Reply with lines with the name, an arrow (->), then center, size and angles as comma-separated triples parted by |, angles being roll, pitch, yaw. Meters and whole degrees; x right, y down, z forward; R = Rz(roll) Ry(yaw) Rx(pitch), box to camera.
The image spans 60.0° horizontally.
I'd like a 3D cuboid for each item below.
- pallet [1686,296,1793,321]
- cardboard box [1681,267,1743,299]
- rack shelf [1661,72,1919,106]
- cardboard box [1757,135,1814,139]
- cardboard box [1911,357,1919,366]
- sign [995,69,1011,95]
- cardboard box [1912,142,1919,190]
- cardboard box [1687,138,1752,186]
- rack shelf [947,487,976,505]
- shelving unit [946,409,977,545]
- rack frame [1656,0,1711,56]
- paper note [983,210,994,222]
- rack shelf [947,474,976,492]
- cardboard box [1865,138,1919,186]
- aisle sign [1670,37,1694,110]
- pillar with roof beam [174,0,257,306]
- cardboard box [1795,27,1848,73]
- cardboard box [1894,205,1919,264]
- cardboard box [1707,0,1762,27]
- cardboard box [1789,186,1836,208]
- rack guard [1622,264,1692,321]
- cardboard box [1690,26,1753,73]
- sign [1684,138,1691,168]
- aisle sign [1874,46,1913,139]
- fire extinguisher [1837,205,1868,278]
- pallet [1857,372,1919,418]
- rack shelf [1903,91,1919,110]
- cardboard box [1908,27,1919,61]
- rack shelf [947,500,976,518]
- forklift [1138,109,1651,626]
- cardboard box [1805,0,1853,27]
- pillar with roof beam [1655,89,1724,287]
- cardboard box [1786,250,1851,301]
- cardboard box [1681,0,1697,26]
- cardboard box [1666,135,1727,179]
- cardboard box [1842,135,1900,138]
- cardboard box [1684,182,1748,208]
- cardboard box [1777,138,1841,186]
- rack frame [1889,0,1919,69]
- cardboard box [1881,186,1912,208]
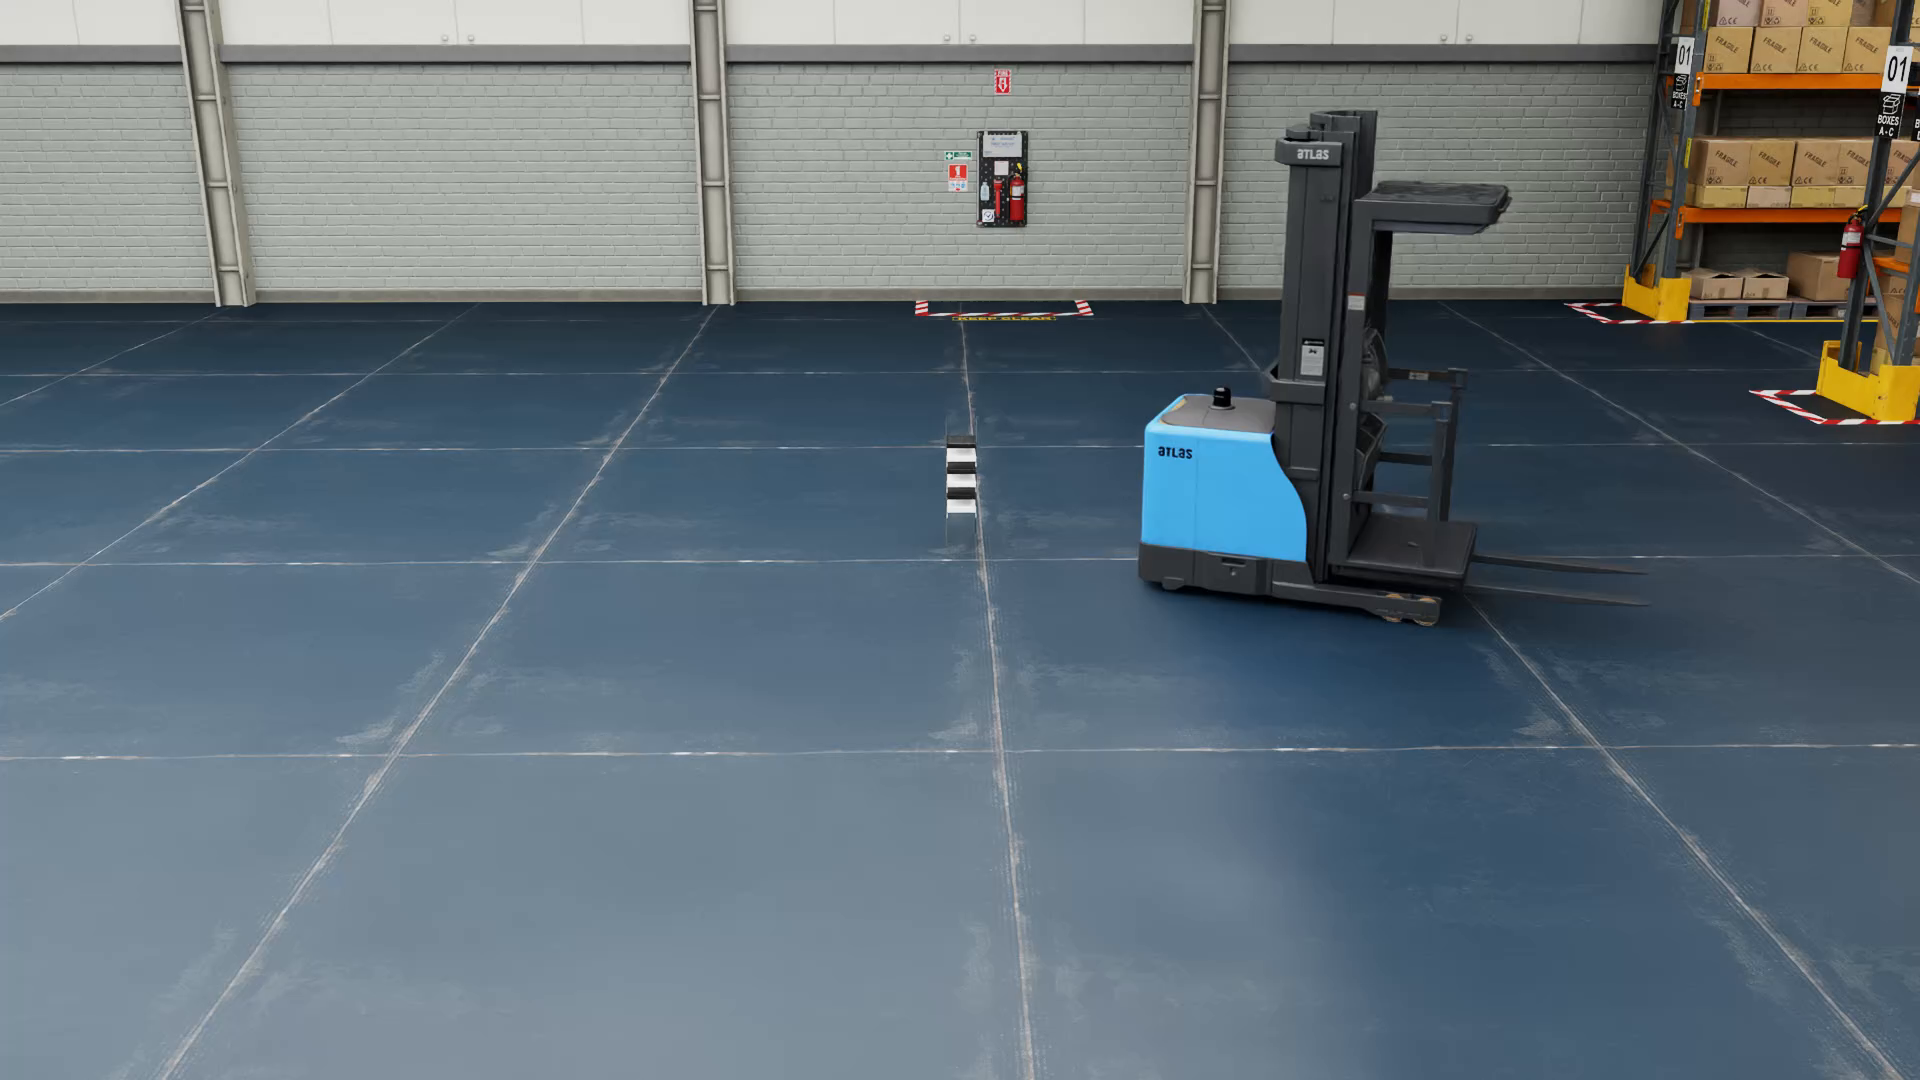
pallet -> 9.202, -2.846, 20.075 | 1.213, 0.211, 1.003 | 0, 18, -1
cardboard box -> 9.007, -3.086, 19.938 | 0.500, 0.311, 0.500 | -2, 18, -7
rack shelf -> 10.313, -5.276, 19.351 | 4.000, 0.370, 1.077 | 0, 18, -1
cardboard box -> 9.802, -4.546, 19.794 | 0.500, 0.500, 0.500 | -1, 18, -2
cardboard box -> 8.935, -1.493, 15.105 | 0.500, 0.250, 0.500 | 0, 18, -1
sign -> 0.519, -5.553, 20.153 | 0.199, 0.298, 0.001 | 0, 18, -1
cardboard box -> 8.915, -3.332, 14.735 | 0.500, 0.500, 0.700 | 0, 18, -1
cardboard box -> 8.796, -4.386, 19.296 | 0.500, 0.500, 0.500 | 0, 18, -1
rack shelf -> 0.008, -0.311, 11.448 | 0.200, 0.077, 0.258 | 0, 18, -1
shelving unit -> 0.008, -0.429, 11.410 | 0.210, 0.900, 0.258 | 0, 18, -1
rack frame -> 8.313, -7.037, 18.753 | 0.127, 3.000, 1.000 | 0, 18, -1
paper note -> 0.351, -4.020, 20.610 | 0.142, 0.148, 0.016 | 0, 18, -1
rack shelf -> 0.008, -0.397, 11.420 | 0.200, 0.077, 0.258 | 0, 18, -1
cardboard box -> 10.842, -4.395, 19.323 | 0.500, 0.500, 0.500 | -1, 18, -2
aisle sign -> 8.246, -5.327, 18.986 | 0.004, 0.787, 0.394 | 0, 18, -1
pillar with roof beam -> -8.930, -5.903, 15.218 | 0.400, 9.000, 9.100 | 0, 18, -1
cardboard box -> 9.708, -5.587, 18.945 | 0.500, 0.500, 0.500 | 1, 18, 2
cardboard box -> 8.862, -2.714, 14.933 | 0.500, 0.500, 0.700 | 0, 18, -1
cardboard box -> 8.703, -6.070, 18.815 | 0.500, 0.500, 0.500 | -2, 18, -5
cardboard box -> 9.835, -4.032, 19.418 | 0.500, 0.250, 0.500 | -1, 18, -2
rack guard -> 8.389, -2.991, 20.052 | 0.348, 0.500, 1.175 | 0, 18, -1
cardboard box -> 8.652, -5.591, 18.960 | 0.500, 0.500, 0.500 | 0, 18, 1
sign -> 8.322, -4.427, 19.020 | 0.005, 0.325, 0.100 | 0, 18, -1
aisle sign -> 8.325, -3.995, 14.835 | 0.004, 0.787, 0.394 | 0, 18, -1
fire extinguisher -> 8.270, -2.772, 15.405 | 0.183, 0.674, 0.296 | 0, 18, -1
pallet -> 9.159, -1.356, 15.430 | 1.213, 0.211, 1.003 | 0, 18, -1
rack shelf -> 10.395, -3.763, 14.635 | 4.000, 0.370, 1.077 | 0, 18, -1
cardboard box -> 10.753, -5.595, 18.970 | 0.500, 0.500, 0.500 | -1, 18, -3
rack shelf -> 0.008, -0.225, 11.475 | 0.200, 0.077, 0.258 | 0, 18, -1
forklift -> 2.705, -1.065, 10.068 | 3.031, 2.935, 1.130 | 7, 19, 20
cardboard box -> 9.717, -6.063, 18.792 | 0.500, 0.500, 0.500 | 0, 18, 1
pillar with roof beam -> 9.068, -5.990, 15.488 | 0.400, 9.000, 9.100 | 0, 18, -1
cardboard box -> 10.311, -3.167, 19.881 | 0.500, 0.500, 0.700 | -1, 18, -4
cardboard box -> 8.740, -6.224, 19.295 | 0.500, 0.500, 0.500 | 1, 18, 2
cardboard box -> 8.781, -4.543, 19.784 | 0.500, 0.500, 0.500 | 0, 18, -1
cardboard box -> 10.824, -4.555, 19.820 | 0.500, 0.500, 0.500 | 0, 18, 1
cardboard box -> 8.806, -4.024, 19.394 | 0.500, 0.250, 0.500 | -1, 18, -2
cardboard box -> 9.807, -4.386, 19.295 | 0.500, 0.500, 0.500 | -1, 18, -3
rack frame -> 8.395, -5.524, 14.037 | 0.127, 3.000, 1.000 | 0, 18, -1
cardboard box -> 10.843, -4.036, 19.432 | 0.500, 0.250, 0.500 | 0, 18, -1
